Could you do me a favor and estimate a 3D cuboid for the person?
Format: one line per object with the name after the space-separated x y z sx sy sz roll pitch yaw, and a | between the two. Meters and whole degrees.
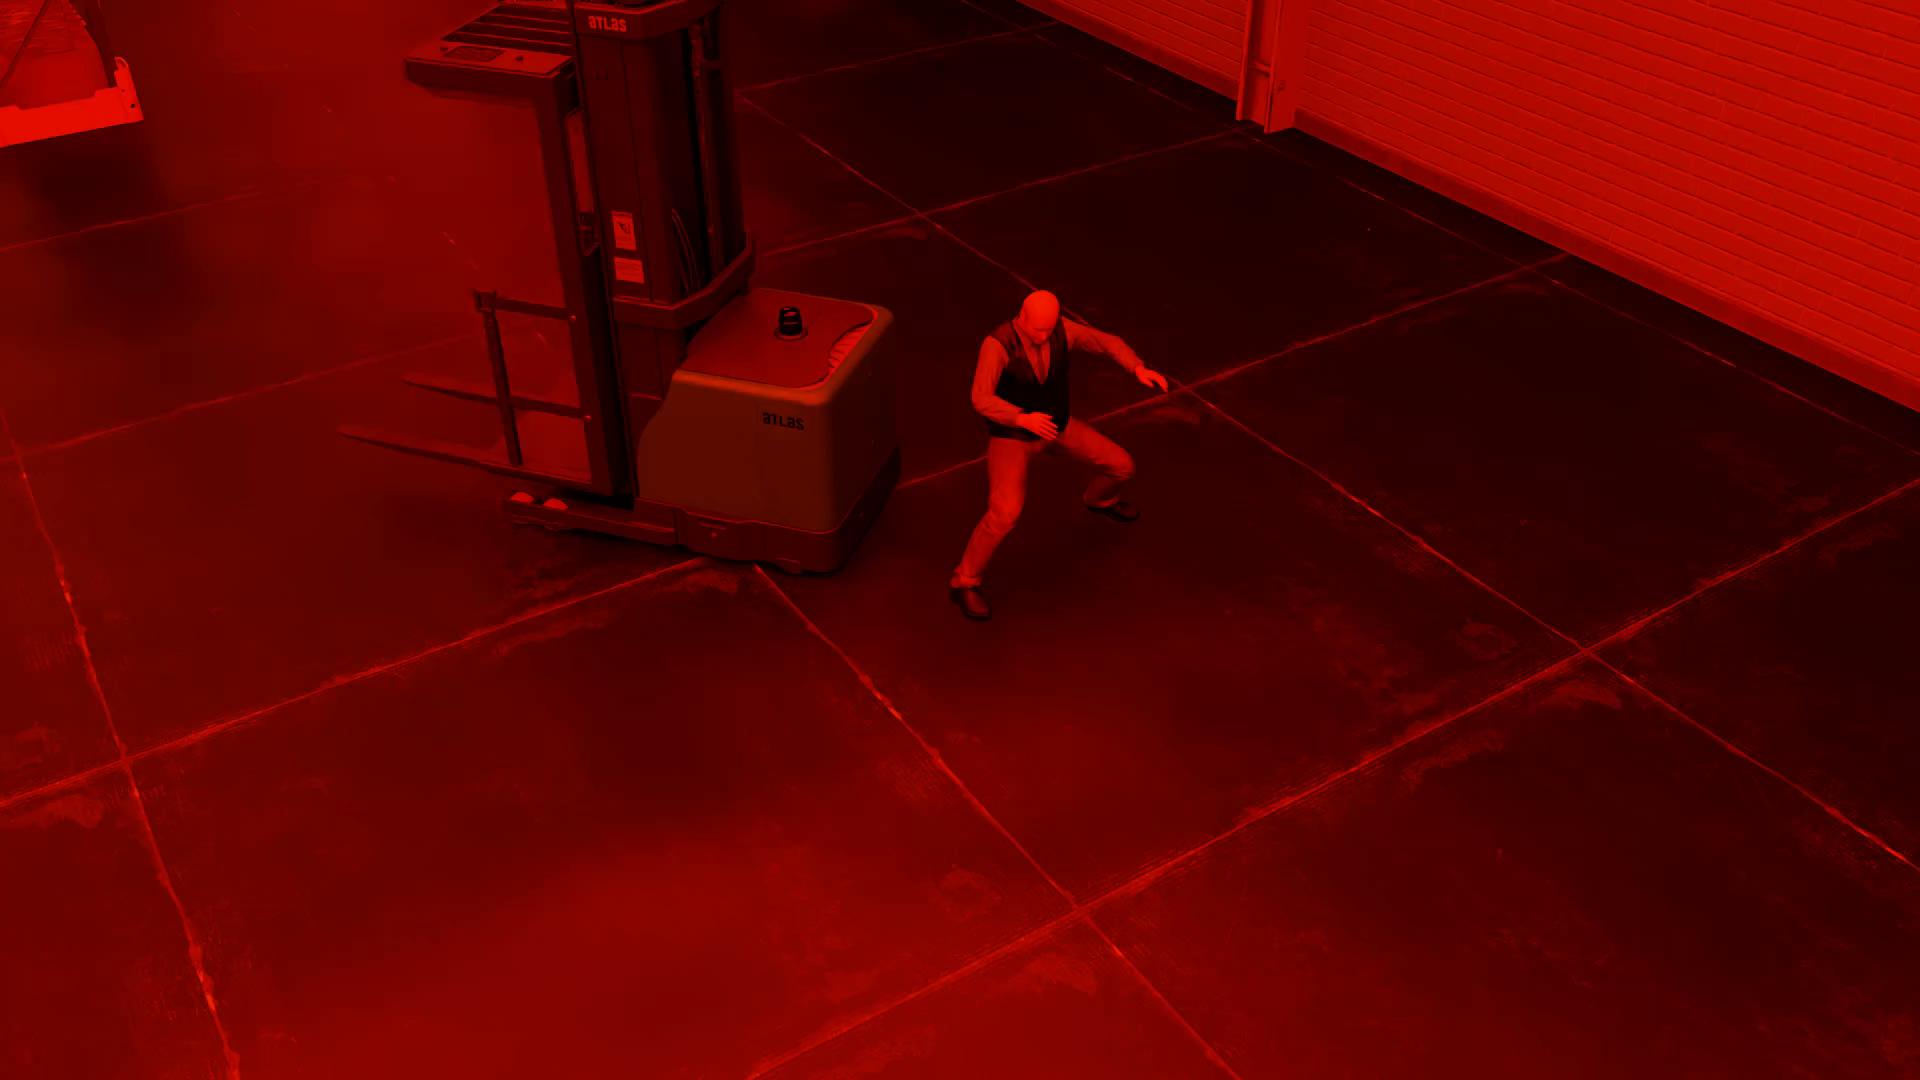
0.448 -0.525 8.144 1.204 1.497 0.709 -16 38 -21 | person

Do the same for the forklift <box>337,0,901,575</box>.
-1.896 -1.523 8.315 3.031 2.935 1.130 11 37 15 | forklift
